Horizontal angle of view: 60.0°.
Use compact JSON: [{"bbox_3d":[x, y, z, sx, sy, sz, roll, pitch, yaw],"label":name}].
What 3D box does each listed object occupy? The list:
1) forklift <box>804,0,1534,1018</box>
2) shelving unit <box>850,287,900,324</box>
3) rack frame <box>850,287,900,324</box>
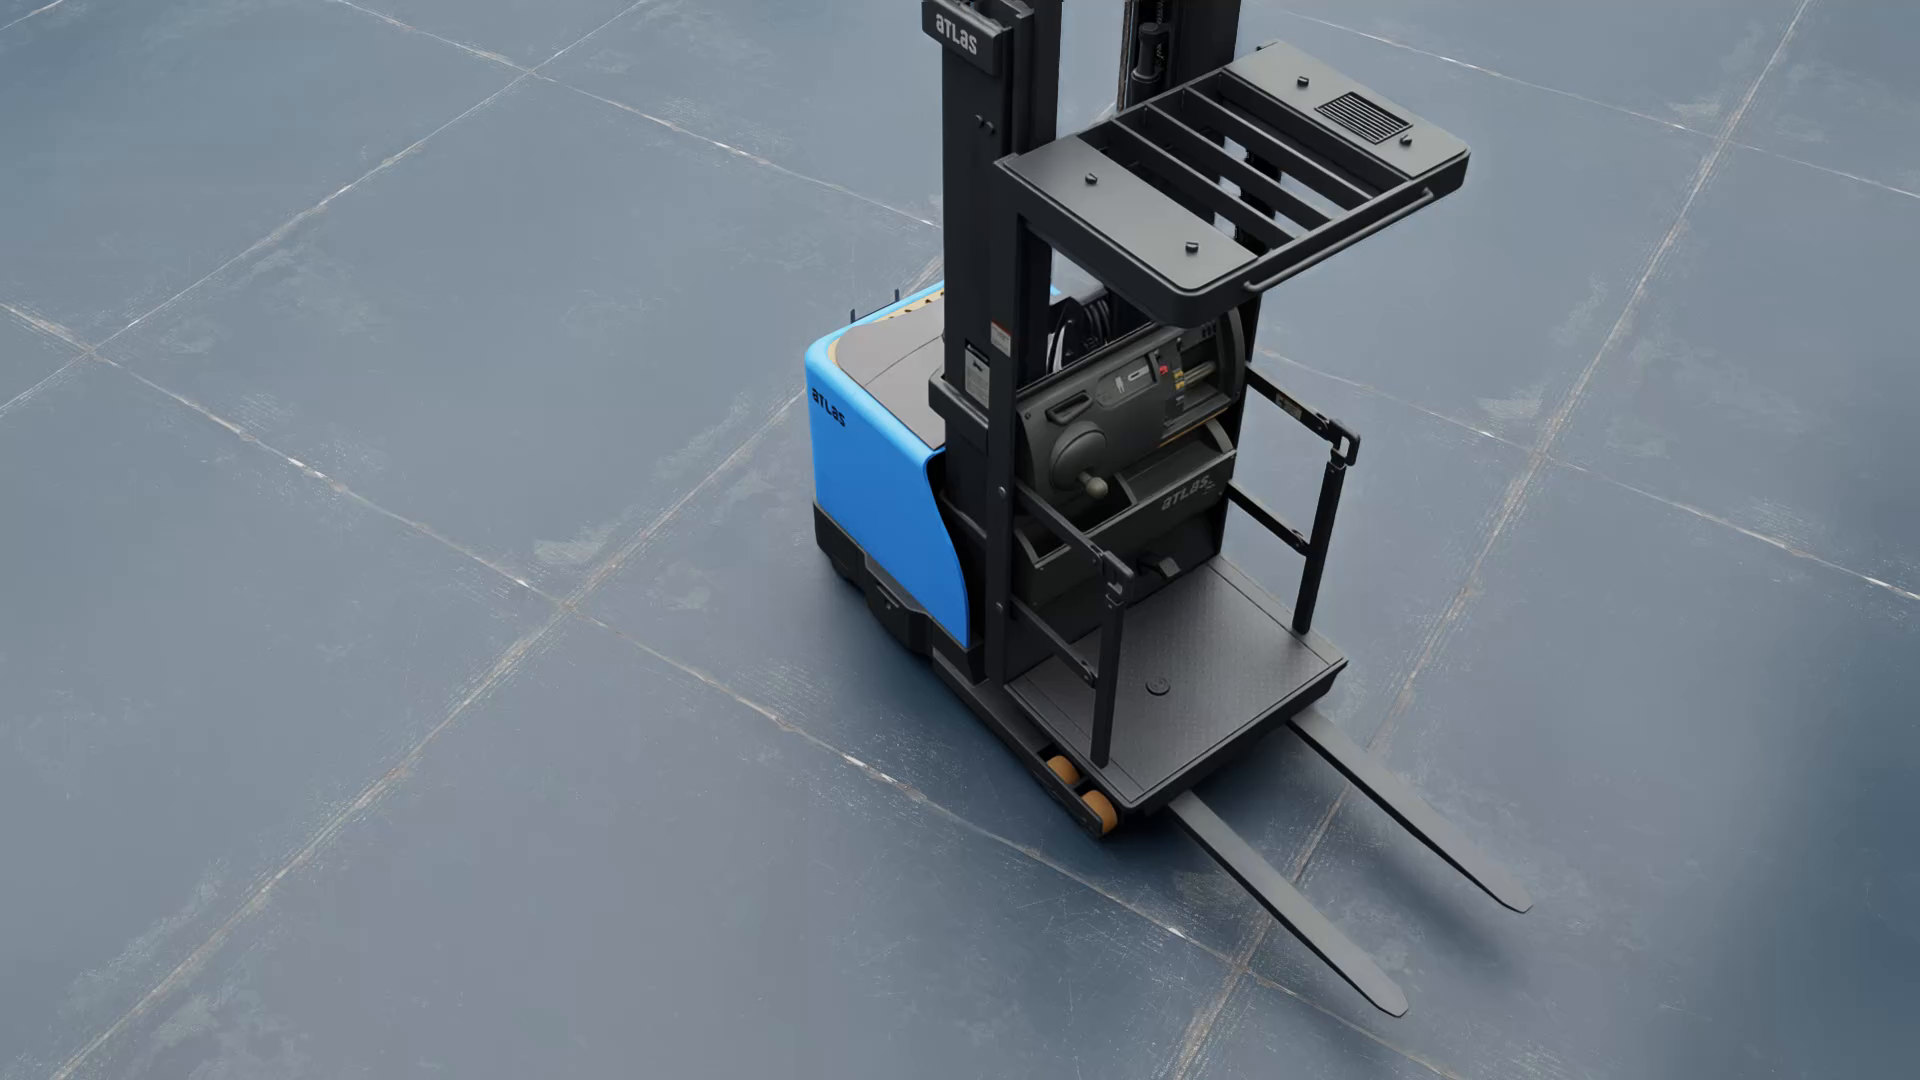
[{"bbox_3d":[0.705,-0.372,5.290,1.130,2.935,3.031,-29,53,-25],"label":"forklift"},{"bbox_3d":[-0.279,-0.593,6.921,0.258,0.900,0.210,-29,53,-25],"label":"shelving unit"},{"bbox_3d":[-0.341,-0.650,6.976,0.240,0.900,0.006,-29,53,-25],"label":"rack frame"}]
